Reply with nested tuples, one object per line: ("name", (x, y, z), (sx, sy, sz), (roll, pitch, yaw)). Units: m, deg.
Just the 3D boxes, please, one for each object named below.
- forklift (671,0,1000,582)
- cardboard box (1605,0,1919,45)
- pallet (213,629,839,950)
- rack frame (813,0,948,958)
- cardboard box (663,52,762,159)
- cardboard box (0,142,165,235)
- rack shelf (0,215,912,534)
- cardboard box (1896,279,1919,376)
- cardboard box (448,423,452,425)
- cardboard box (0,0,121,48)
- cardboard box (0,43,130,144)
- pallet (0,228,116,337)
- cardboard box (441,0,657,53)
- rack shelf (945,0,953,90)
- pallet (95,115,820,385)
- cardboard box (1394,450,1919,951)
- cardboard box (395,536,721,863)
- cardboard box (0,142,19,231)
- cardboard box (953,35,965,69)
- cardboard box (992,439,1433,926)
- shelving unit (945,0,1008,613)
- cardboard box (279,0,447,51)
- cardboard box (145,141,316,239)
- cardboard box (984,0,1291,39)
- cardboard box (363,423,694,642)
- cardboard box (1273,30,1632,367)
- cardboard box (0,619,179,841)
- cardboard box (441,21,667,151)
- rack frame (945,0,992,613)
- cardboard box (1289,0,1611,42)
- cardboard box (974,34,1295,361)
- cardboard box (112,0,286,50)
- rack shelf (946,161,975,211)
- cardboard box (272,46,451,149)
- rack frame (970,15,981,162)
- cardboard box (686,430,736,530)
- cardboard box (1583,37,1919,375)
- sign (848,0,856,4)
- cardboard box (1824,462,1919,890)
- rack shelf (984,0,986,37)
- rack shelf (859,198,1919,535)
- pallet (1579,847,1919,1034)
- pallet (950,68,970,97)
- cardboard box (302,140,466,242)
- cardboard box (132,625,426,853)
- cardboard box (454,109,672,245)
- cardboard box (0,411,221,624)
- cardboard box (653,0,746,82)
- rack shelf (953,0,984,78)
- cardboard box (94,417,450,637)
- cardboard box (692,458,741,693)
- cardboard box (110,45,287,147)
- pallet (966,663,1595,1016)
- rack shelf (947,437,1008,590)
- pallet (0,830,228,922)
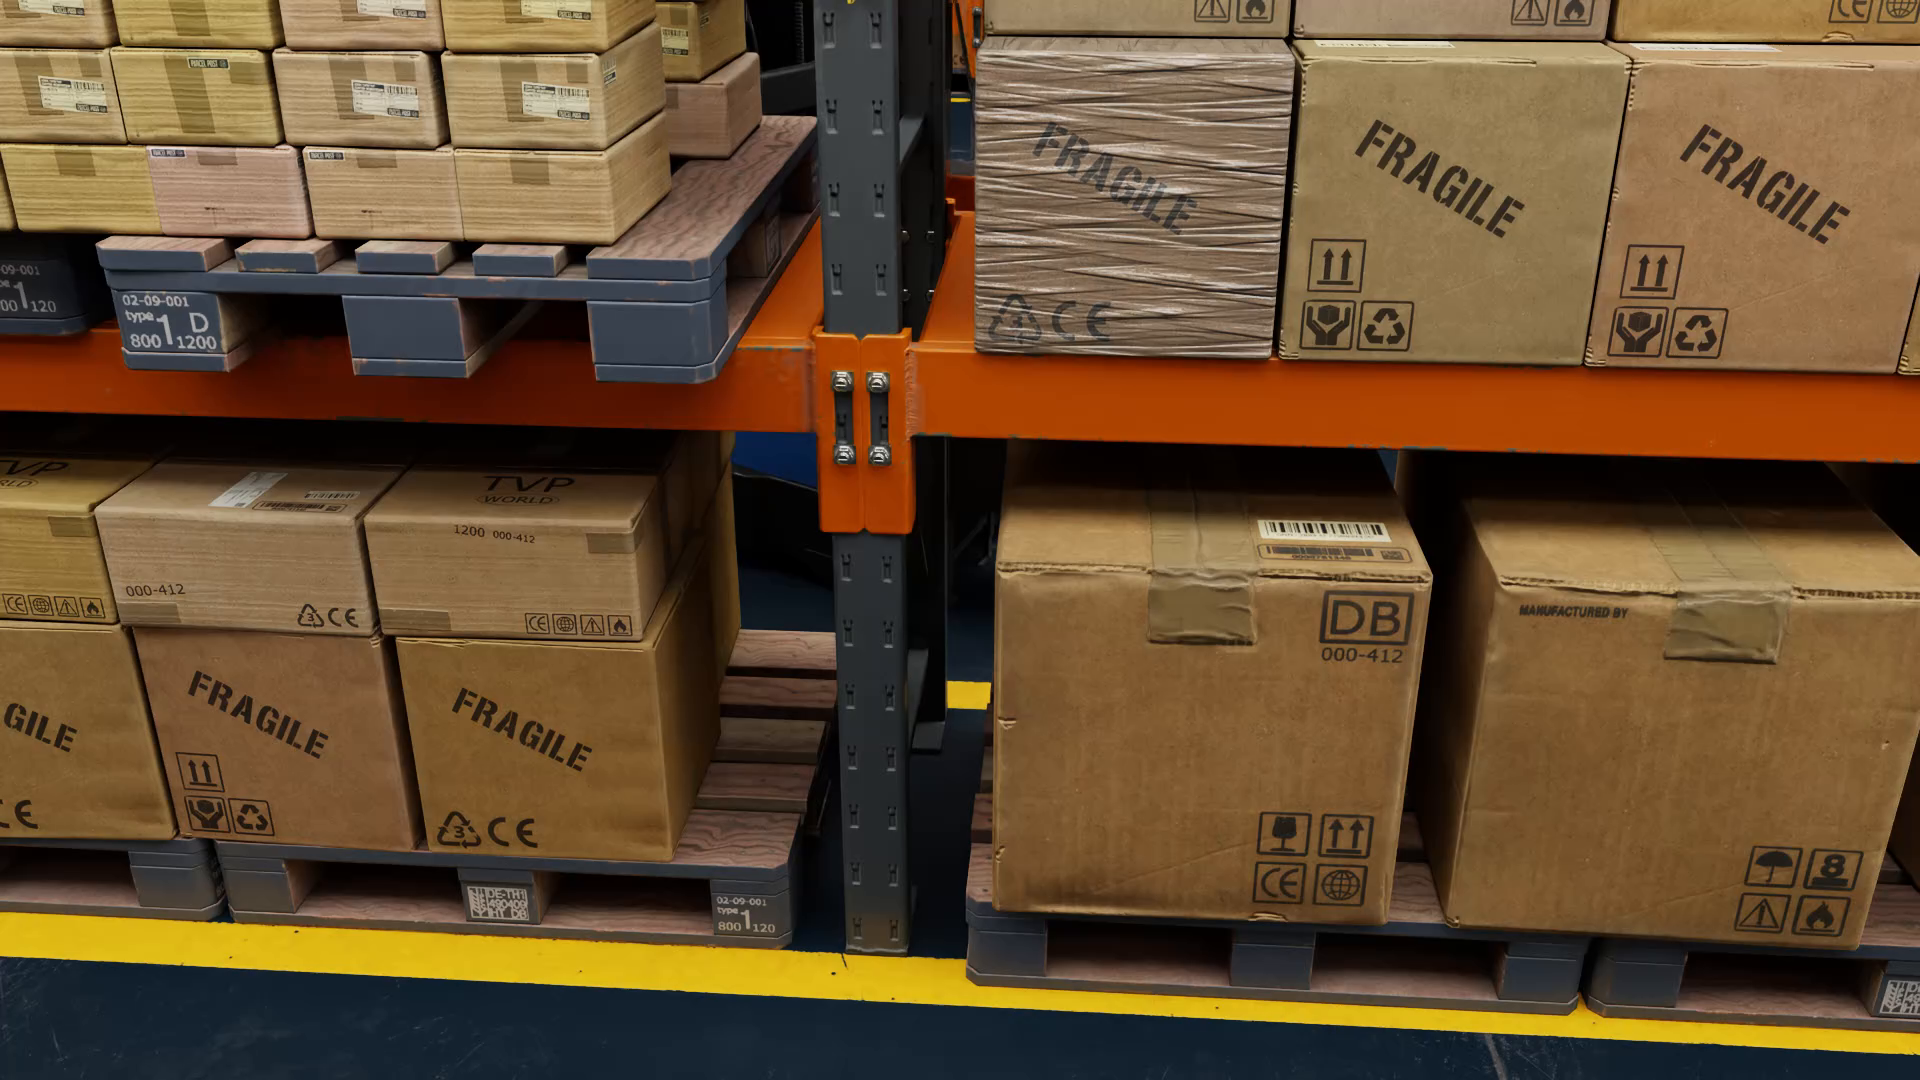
("forklift", (-1.130, -1.675, 5.383), (3.031, 2.935, 1.130), (17, 29, 32))
("cardboard box", (1.330, -1.170, 2.888), (0.500, 0.500, 0.700), (1, 25, 3))
("pallet", (-0.912, 0.521, 3.865), (1.213, 0.211, 1.003), (2, 25, 4))
("rack frame", (-0.132, -0.720, 3.226), (0.127, 3.000, 1.000), (2, 25, 4))
("cardboard box", (-0.563, -0.895, 3.405), (0.250, 0.149, 0.380), (2, 25, 3))
("cardboard box", (-1.412, -0.647, 2.866), (0.250, 0.149, 0.380), (2, 25, 3))
("rack shelf", (-2.127, -0.457, 3.516), (4.000, 0.370, 1.077), (2, 25, 4))
("cardboard box", (1.801, -0.590, 2.825), (0.500, 0.500, 0.500), (2, 25, 3))
("cardboard box", (-1.307, -0.255, 3.807), (0.500, 0.250, 0.500), (2, 25, 3))
("cardboard box", (-1.434, -0.916, 2.738), (0.250, 0.149, 0.380), (3, 25, 6))
("cardboard box", (-1.438, -0.781, 2.801), (0.250, 0.149, 0.380), (2, 25, 4))
("pallet", (-2.109, -0.679, 3.367), (1.213, 0.211, 1.003), (2, 25, 4))
("cardboard box", (-0.656, -0.891, 2.685), (0.250, 0.149, 0.380), (1, 25, 2))
("rack shelf", (0.254, -1.413, 4.167), (0.480, 0.518, 0.431), (8, 26, 18))
("pallet", (-0.851, -0.611, 3.219), (1.003, 0.211, 1.213), (2, 25, 4))
("cardboard box", (1.340, 0.195, 3.427), (0.750, 0.750, 1.050), (2, 25, 5))
("cardboard box", (-0.809, 0.313, 3.470), (0.500, 0.500, 0.500), (2, 25, 4))
("cardboard box", (-1.680, -0.655, 2.883), (0.250, 0.149, 0.380), (1, 25, 2))
("cardboard box", (0.084, -3.834, 12.482), (0.500, 0.500, 0.500), (3, 25, 6))
("cardboard box", (0.468, 0.168, 3.485), (0.750, 0.750, 1.050), (2, 25, 3))
("shelving unit", (0.254, -0.790, 4.454), (0.503, 2.100, 0.431), (8, 26, 18))
("cardboard box", (-0.906, -0.900, 2.705), (0.250, 0.149, 0.380), (2, 25, 3))
("cardboard box", (-1.163, -0.638, 2.845), (0.250, 0.149, 0.380), (2, 25, 5))
("cardboard box", (0.314, -1.201, 2.956), (0.500, 0.500, 0.700), (2, 25, 4))
("cardboard box", (-0.834, -0.028, 3.314), (0.500, 0.250, 0.500), (1, 25, 3))
("cardboard box", (0.802, -0.623, 2.897), (0.500, 0.500, 0.500), (2, 25, 3))
("cardboard box", (-1.855, 0.284, 3.531), (0.500, 0.500, 0.500), (1, 25, 2))
("cardboard box", (-0.660, -0.758, 2.751), (0.250, 0.149, 0.380), (2, 25, 5))
("rack frame", (0.024, -0.824, 4.528), (0.015, 2.100, 0.400), (8, 26, 18))
("cardboard box", (0.819, -1.185, 2.922), (0.500, 0.500, 0.700), (1, 25, 3))
("cardboard box", (0.294, -0.638, 2.929), (0.500, 0.500, 0.500), (2, 25, 5))
("cardboard box", (-1.168, -0.909, 2.723), (0.250, 0.149, 0.380), (3, 25, 6))
("rack shelf", (0.254, -0.777, 4.460), (0.480, 0.518, 0.431), (8, 26, 18))
("cardboard box", (-0.926, -0.766, 2.768), (0.250, 0.149, 0.380), (3, 25, 6))
("rack frame", (0.146, -2.786, 7.717), (0.127, 3.000, 1.000), (2, 25, 4))
("cardboard box", (-0.802, -0.239, 3.771), (0.500, 0.250, 0.500), (1, 25, 2))
("cardboard box", (1.304, -0.607, 2.861), (0.500, 0.500, 0.500), (2, 25, 4))
("sign", (-0.165, -0.983, 2.508), (0.005, 0.325, 0.100), (2, 25, 4))
("cardboard box", (2.268, 0.224, 3.363), (0.750, 0.750, 1.050), (2, 25, 4))
("rack shelf", (2.140, -2.395, 7.728), (4.000, 0.370, 1.077), (2, 25, 4))
("rack shelf", (1.862, -0.329, 3.237), (4.000, 0.370, 1.077), (2, 25, 4))
("pallet", (1.861, 0.644, 3.599), (1.213, 0.211, 1.003), (2, 25, 4))
("pallet", (-0.220, -3.628, 12.882), (1.213, 0.211, 1.003), (2, 25, 4))
("cardboard box", (-0.907, -0.629, 2.828), (0.250, 0.149, 0.380), (2, 25, 4))
("cardboard box", (-1.326, 0.295, 3.509), (0.500, 0.500, 0.500), (3, 25, 6))
("cardboard box", (-0.660, -0.621, 2.809), (0.250, 0.149, 0.380), (2, 25, 5))
("cardboard box", (-1.844, -0.063, 3.389), (0.500, 0.250, 0.500), (2, 25, 5))
("cardboard box", (-0.599, -1.031, 3.344), (0.250, 0.149, 0.380), (3, 25, 6))
("rack shelf", (-1.848, -2.523, 8.006), (4.000, 0.370, 1.077), (2, 25, 4))
("cardboard box", (-1.339, -0.040, 3.339), (0.500, 0.250, 0.500), (2, 25, 5))
("cardboard box", (-0.818, 0.096, 3.941), (0.500, 0.500, 0.500), (1, 25, 2))
("cardboard box", (-1.189, -0.773, 2.784), (0.250, 0.149, 0.380), (2, 25, 5))
("pallet", (0.648, 0.603, 3.686), (1.213, 0.211, 1.003), (2, 25, 4))
("rack shelf", (0.254, -0.141, 4.752), (0.480, 0.518, 0.431), (8, 26, 18))
("pallet", (-2.125, 0.481, 3.952), (1.213, 0.211, 1.003), (2, 25, 4))
